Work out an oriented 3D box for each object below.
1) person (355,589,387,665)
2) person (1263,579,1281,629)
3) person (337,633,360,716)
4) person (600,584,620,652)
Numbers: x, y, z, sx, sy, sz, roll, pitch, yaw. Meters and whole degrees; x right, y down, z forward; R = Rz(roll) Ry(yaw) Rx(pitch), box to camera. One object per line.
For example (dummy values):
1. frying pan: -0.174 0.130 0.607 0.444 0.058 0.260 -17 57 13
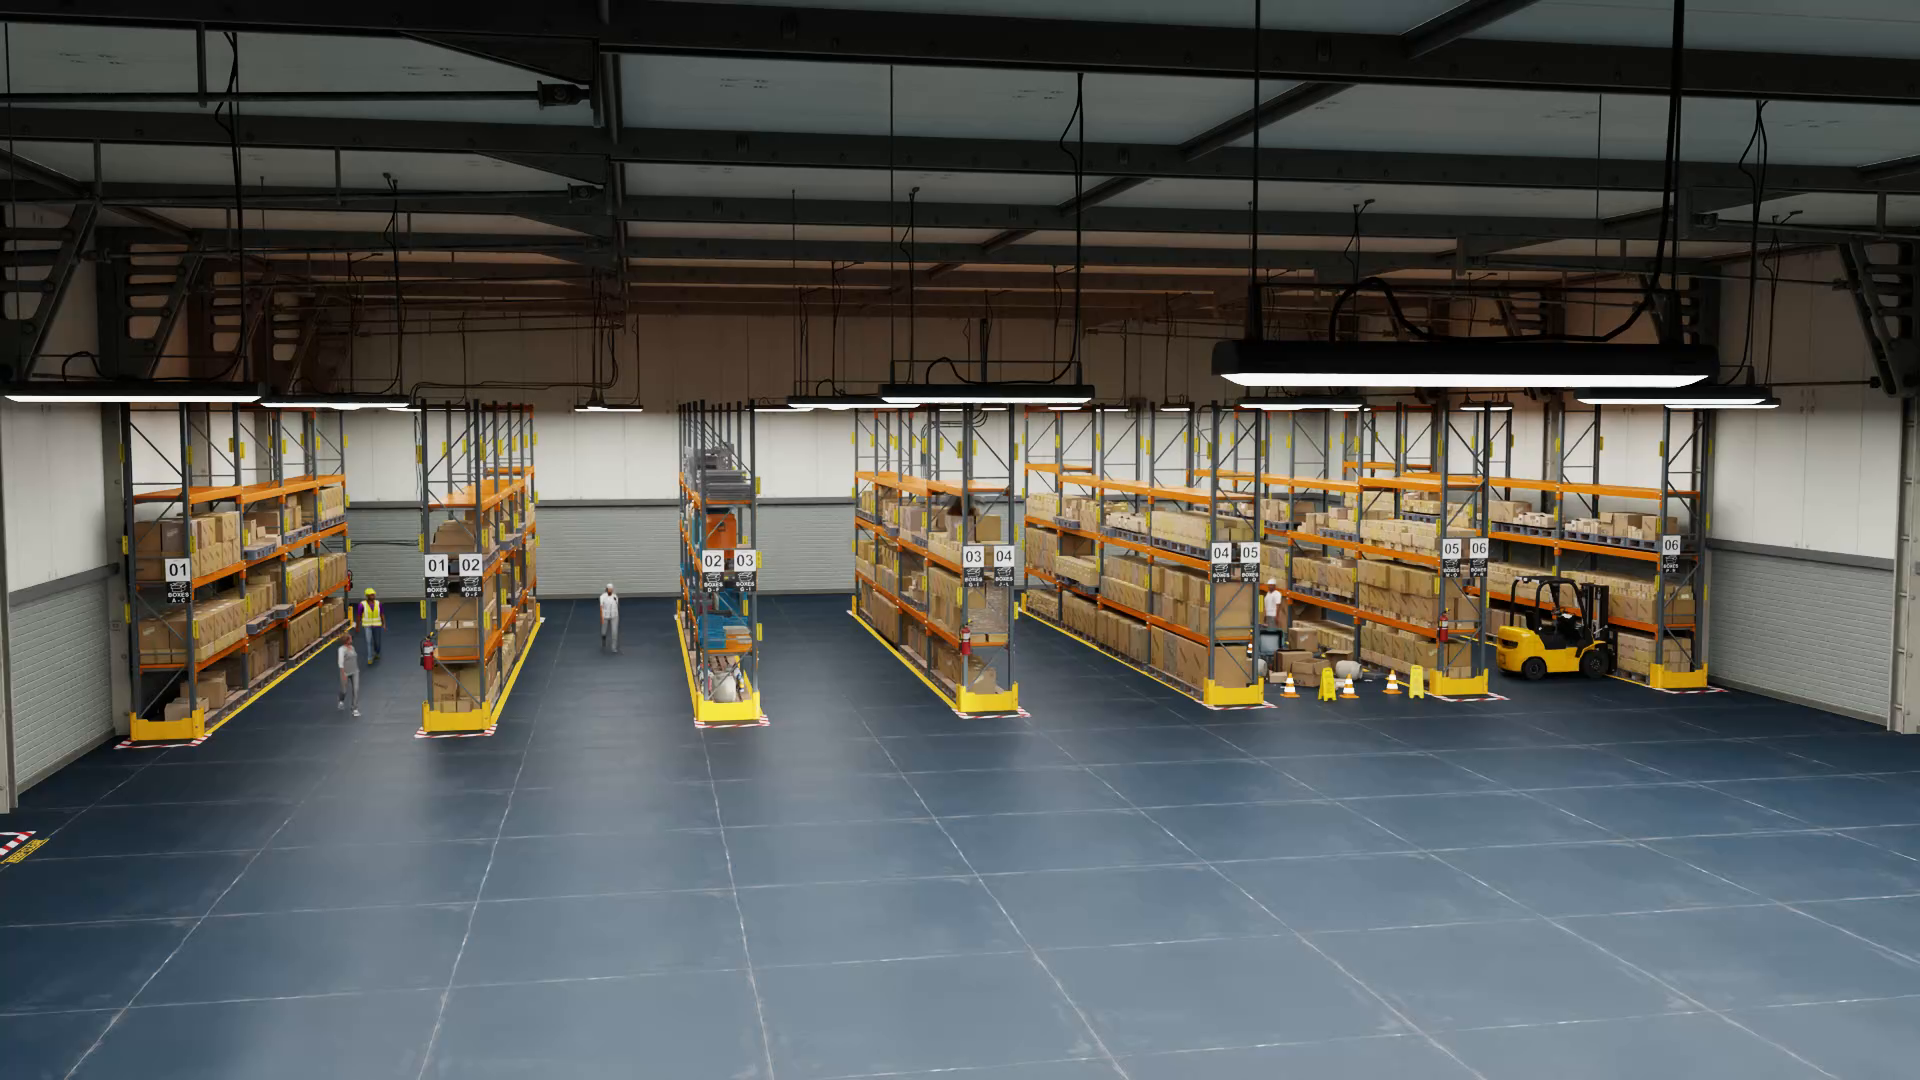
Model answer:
1. person: -13.540 1.980 38.207 0.680 1.732 0.975 -2 5 -22
2. person: 7.511 1.821 39.984 0.371 1.766 0.631 0 4 -3
3. person: -11.675 2.545 31.715 0.402 1.558 0.772 -3 5 -32
4. person: -8.458 1.863 40.190 0.489 1.632 0.665 -1 4 -13
